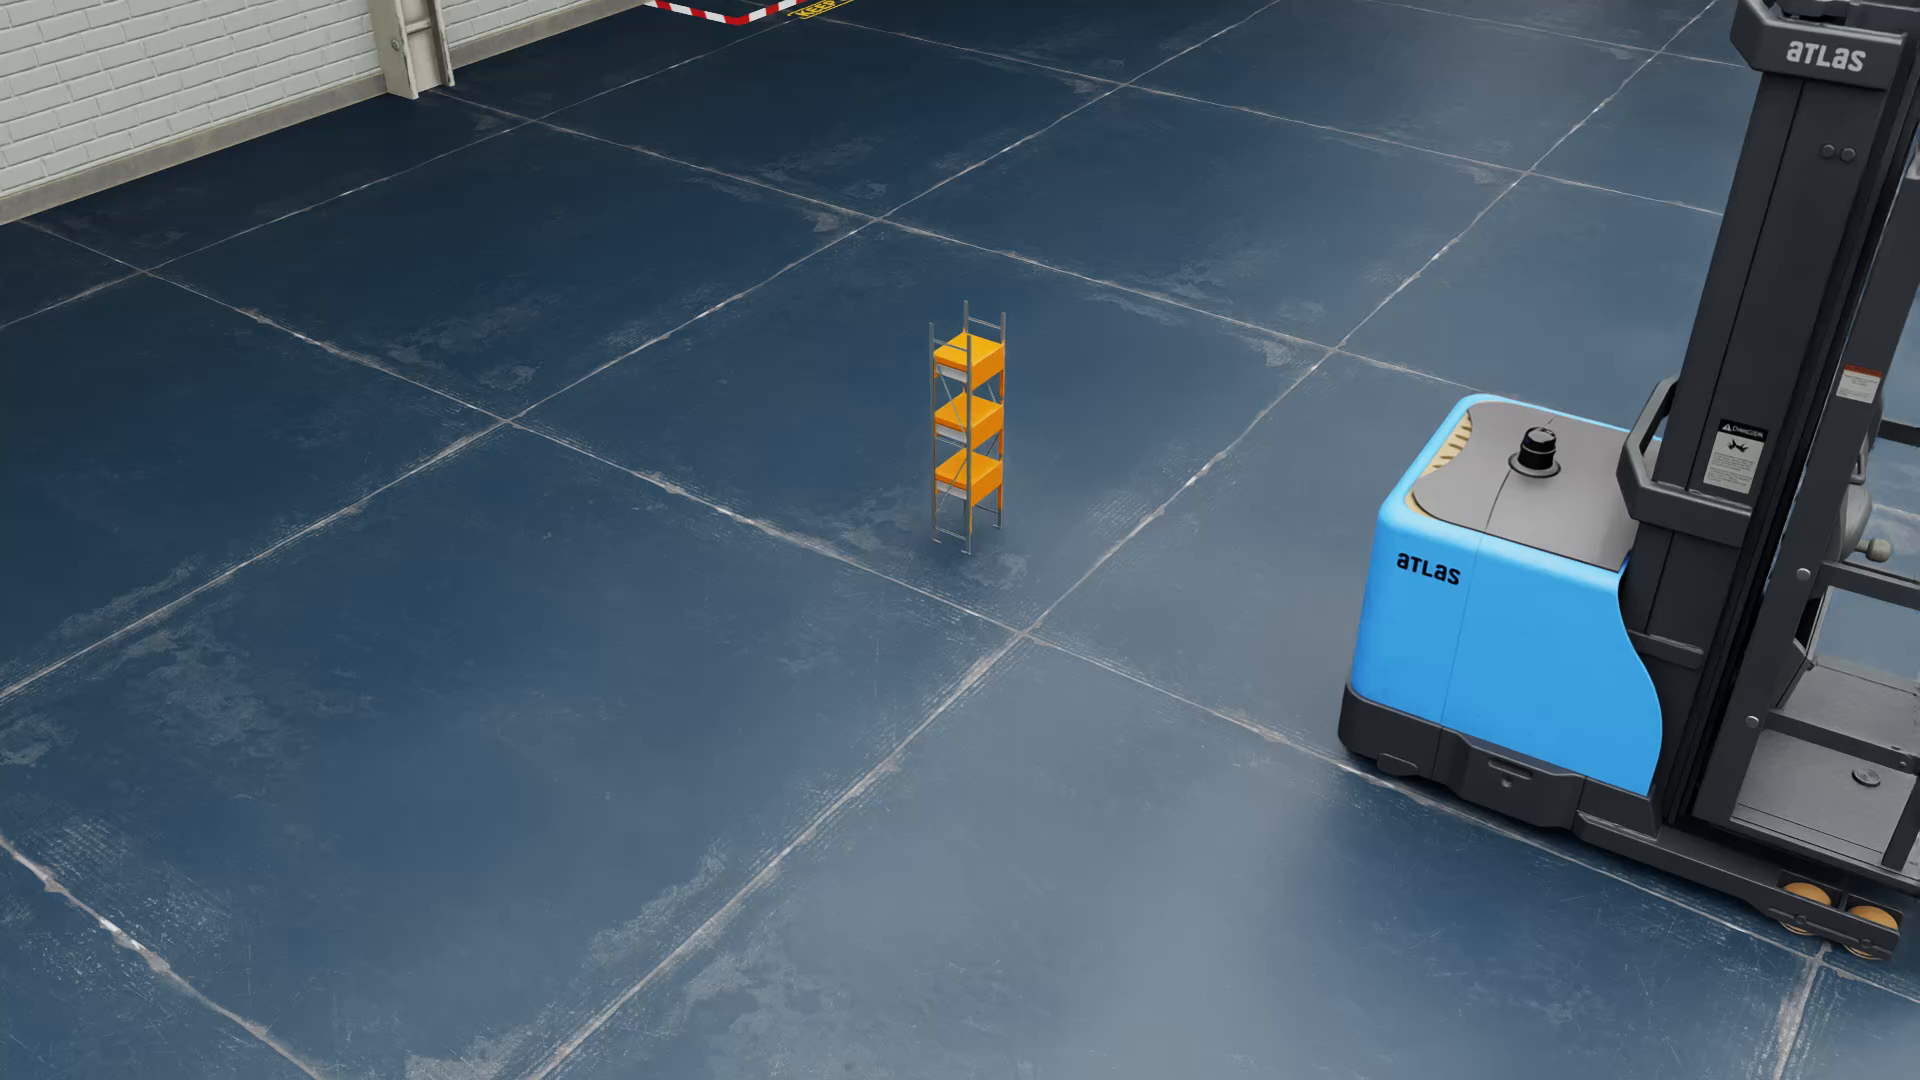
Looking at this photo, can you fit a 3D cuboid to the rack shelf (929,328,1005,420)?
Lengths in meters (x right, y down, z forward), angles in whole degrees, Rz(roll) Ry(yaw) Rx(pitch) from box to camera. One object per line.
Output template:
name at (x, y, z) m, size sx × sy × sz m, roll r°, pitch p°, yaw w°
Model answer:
rack shelf at (0.031, -0.686, 6.839) m, size 0.215 × 0.259 × 0.240 m, roll 21°, pitch 39°, yaw 28°

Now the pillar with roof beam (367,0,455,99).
pillar with roof beam at (-0.399, -5.650, 7.572) m, size 9.100 × 9.000 × 0.400 m, roll 21°, pitch 39°, yaw 28°

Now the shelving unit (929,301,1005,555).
shelving unit at (0.031, -0.460, 6.992) m, size 0.215 × 1.050 × 0.252 m, roll 21°, pitch 39°, yaw 28°

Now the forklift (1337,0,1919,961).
forklift at (2.904, -0.226, 4.968) m, size 3.031 × 2.935 × 1.130 m, roll 19°, pitch 38°, yaw 26°

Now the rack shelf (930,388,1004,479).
rack shelf at (0.031, -0.451, 6.998) m, size 0.215 × 0.259 × 0.240 m, roll 21°, pitch 39°, yaw 28°

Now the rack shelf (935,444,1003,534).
rack shelf at (0.031, -0.221, 7.154) m, size 0.215 × 0.259 × 0.240 m, roll 21°, pitch 39°, yaw 28°

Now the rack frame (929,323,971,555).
rack frame at (-0.039, -0.403, 6.909) m, size 0.200 × 1.050 × 0.008 m, roll 21°, pitch 39°, yaw 28°

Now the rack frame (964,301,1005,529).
rack frame at (0.100, -0.516, 7.075) m, size 0.200 × 1.050 × 0.008 m, roll 21°, pitch 39°, yaw 28°
